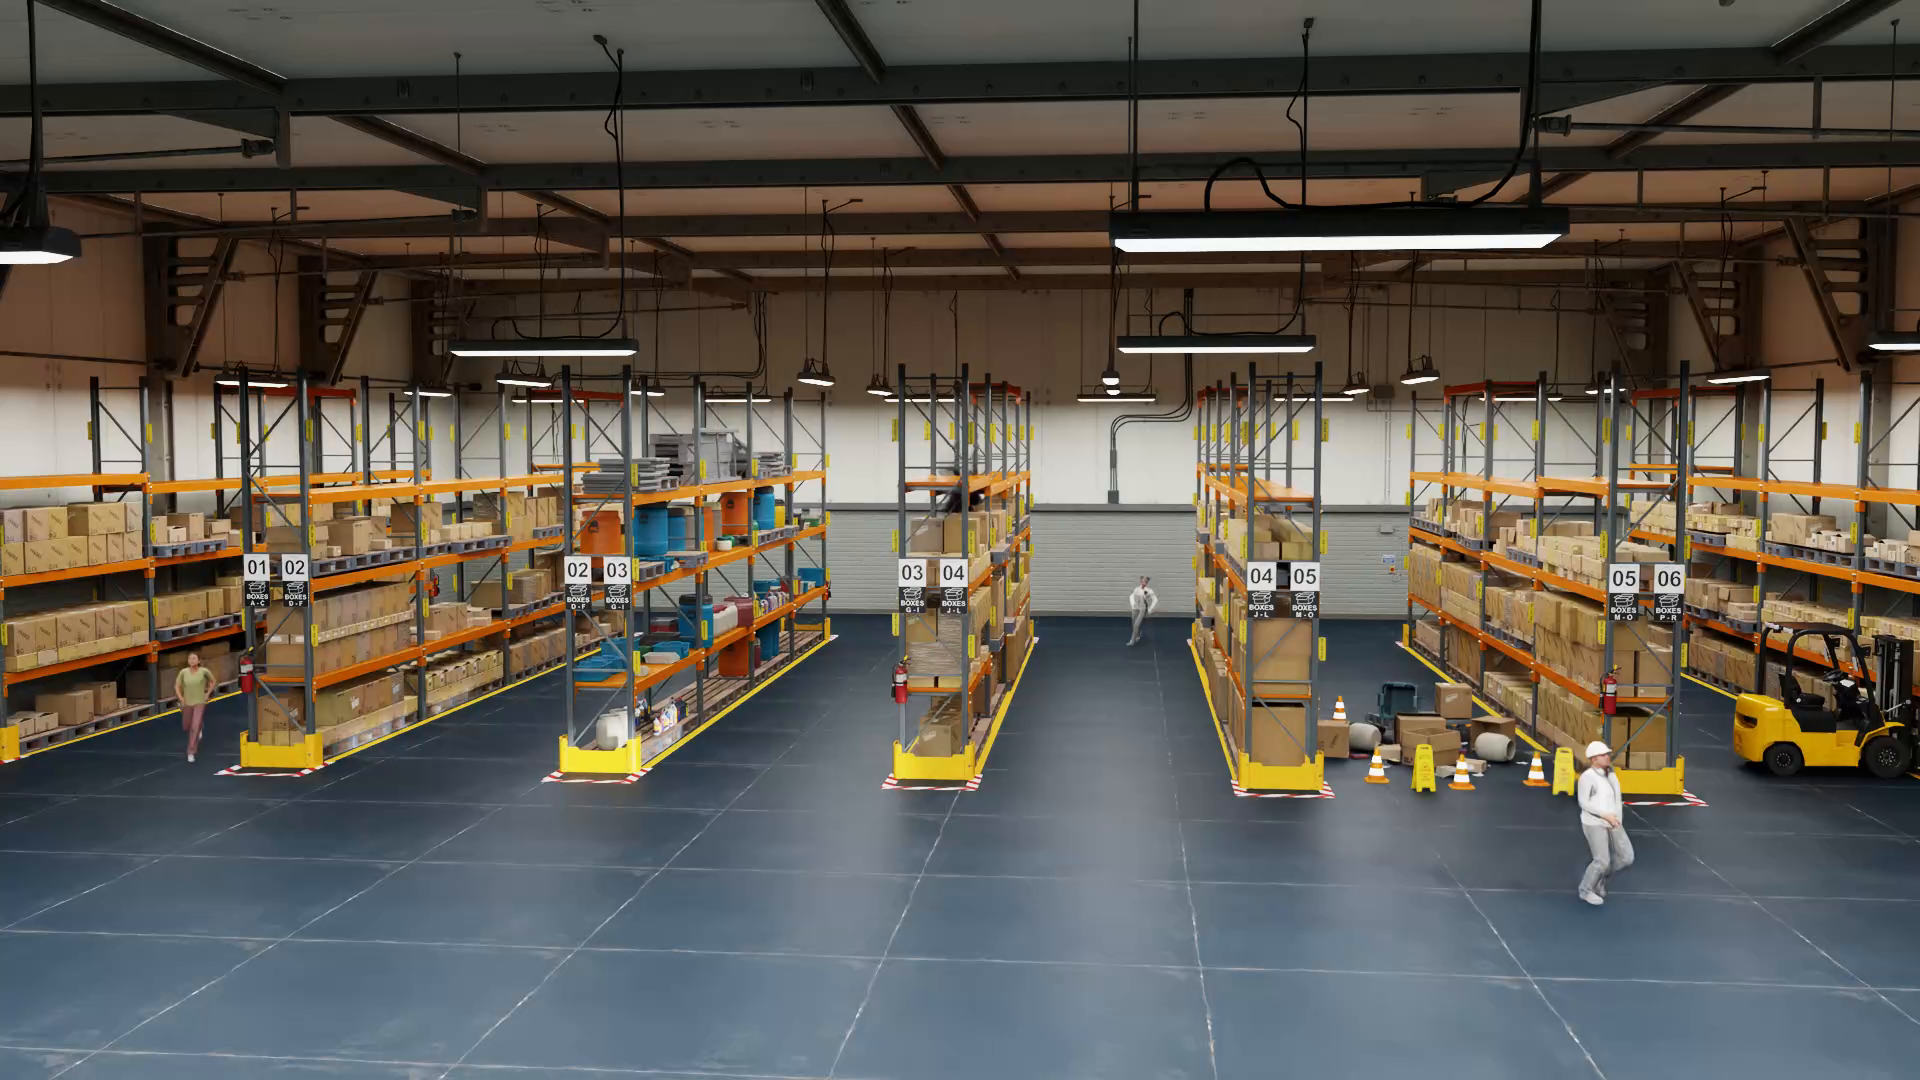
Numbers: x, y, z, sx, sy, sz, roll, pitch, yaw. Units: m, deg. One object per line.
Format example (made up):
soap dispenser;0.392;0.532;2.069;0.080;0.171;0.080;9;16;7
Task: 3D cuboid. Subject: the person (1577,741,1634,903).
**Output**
person;6.849;3.002;17.656;0.672;1.731;0.552;-2;4;-33

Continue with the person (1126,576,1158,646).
person;4.294;1.655;39.172;0.672;1.644;0.823;2;4;31

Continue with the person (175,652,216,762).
person;-11.864;2.553;25.779;0.561;1.652;0.996;-1;4;-9
